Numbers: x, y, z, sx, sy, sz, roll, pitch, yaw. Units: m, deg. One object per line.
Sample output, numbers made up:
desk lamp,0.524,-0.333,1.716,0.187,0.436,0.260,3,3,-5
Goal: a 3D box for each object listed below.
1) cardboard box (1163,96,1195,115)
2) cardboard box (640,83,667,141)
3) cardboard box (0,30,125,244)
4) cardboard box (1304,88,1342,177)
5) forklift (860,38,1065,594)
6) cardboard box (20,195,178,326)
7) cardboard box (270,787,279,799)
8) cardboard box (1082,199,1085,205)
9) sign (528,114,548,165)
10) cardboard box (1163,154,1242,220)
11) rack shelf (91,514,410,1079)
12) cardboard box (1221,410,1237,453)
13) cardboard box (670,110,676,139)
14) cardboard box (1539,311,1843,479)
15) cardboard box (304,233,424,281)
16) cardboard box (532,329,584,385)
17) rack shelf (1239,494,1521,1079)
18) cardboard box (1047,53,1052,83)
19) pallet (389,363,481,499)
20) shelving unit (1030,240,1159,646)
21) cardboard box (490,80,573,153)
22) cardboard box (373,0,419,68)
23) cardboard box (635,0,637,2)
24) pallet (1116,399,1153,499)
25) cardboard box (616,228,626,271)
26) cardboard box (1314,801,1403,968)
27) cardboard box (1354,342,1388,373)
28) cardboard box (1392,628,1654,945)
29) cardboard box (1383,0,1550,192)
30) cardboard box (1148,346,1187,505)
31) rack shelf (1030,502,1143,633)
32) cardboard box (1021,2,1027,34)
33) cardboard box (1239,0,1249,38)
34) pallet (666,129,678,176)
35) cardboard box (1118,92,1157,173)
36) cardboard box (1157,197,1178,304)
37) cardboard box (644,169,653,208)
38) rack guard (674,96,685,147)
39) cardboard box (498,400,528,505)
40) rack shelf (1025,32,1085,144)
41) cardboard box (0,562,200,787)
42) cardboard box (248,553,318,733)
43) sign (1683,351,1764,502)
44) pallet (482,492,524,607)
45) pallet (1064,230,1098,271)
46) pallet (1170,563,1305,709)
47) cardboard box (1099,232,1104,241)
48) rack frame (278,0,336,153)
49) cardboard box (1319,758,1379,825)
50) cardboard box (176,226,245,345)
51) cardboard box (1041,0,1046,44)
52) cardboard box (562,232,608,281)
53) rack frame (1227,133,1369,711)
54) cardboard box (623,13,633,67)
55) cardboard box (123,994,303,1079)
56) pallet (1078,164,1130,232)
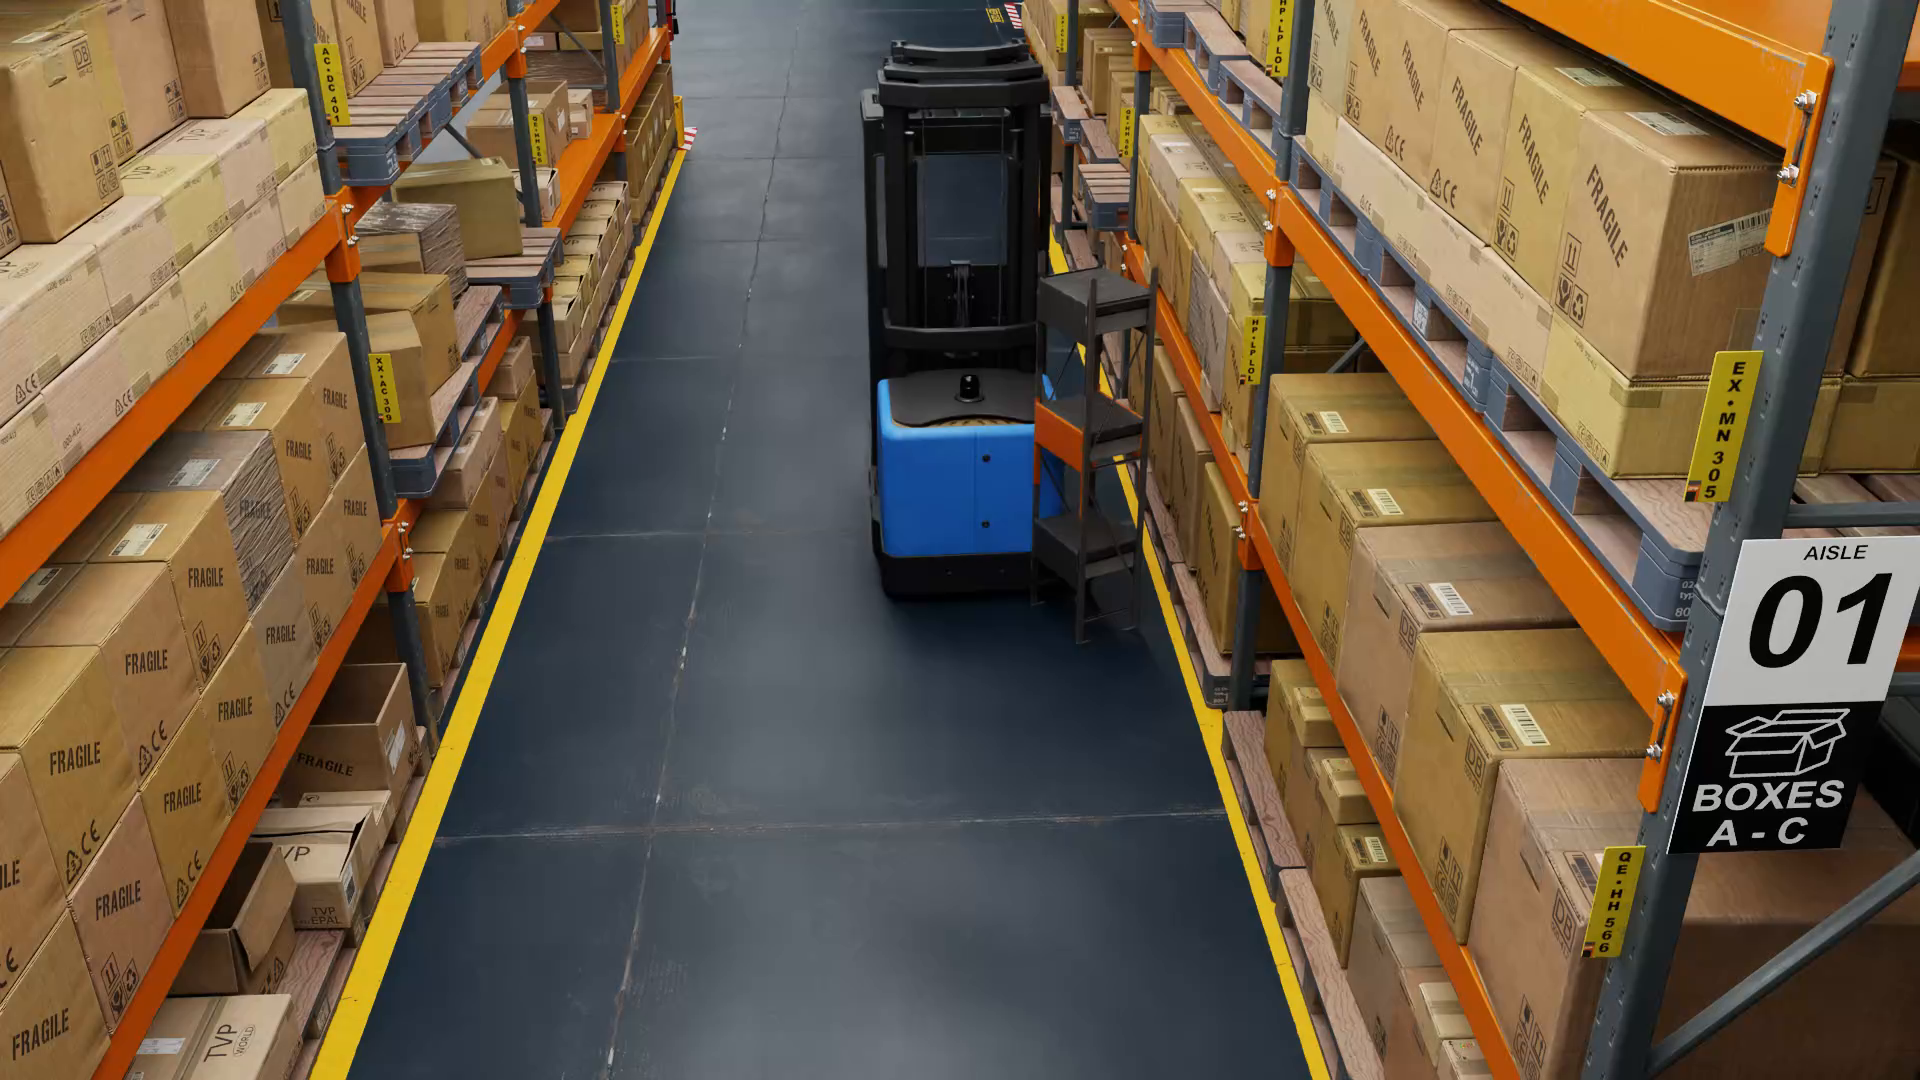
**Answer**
cardboard box,1.602,-2.922,11.324,0.380,0.149,0.250,-5,28,-9
cardboard box,-3.323,-4.408,17.166,0.500,0.500,0.500,-1,28,-3
cardboard box,-2.930,-1.170,4.817,0.700,0.500,0.500,-1,28,-3
cardboard box,1.632,-1.558,6.350,0.500,0.250,0.500,-1,28,-3
forklift,-0.032,-1.639,10.224,1.130,2.935,3.031,-2,28,-4
cardboard box,-2.720,-0.843,5.000,0.500,0.250,0.500,-1,28,-3
cardboard box,-3.282,0.928,7.659,0.500,0.311,0.500,-1,28,-3
cardboard box,1.383,-3.269,15.863,0.380,0.166,0.250,-5,28,-9
sign,-2.755,-2.611,10.847,0.100,0.325,0.005,-1,28,-3
cardboard box,1.475,-2.060,9.693,0.500,0.250,0.500,-1,28,-2
rack shelf,-2.984,0.974,5.916,1.077,0.370,4.000,-1,28,-3
cardboard box,1.522,-0.552,8.315,0.380,0.149,0.250,-1,28,-2
cardboard box,-3.391,-4.537,18.224,0.500,0.250,0.500,-1,28,-3
cardboard box,1.764,-0.368,4.069,0.500,0.250,0.500,-1,28,-1
cardboard box,-3.242,-1.313,8.962,0.700,0.500,0.500,-8,29,-16
cardboard box,-3.031,-1.332,12.079,0.500,0.250,0.500,-1,28,-3
rack shelf,1.963,0.853,6.149,1.077,0.370,4.000,-1,28,-3
cardboard box,1.096,-4.468,15.714,0.500,0.250,0.500,-1,28,-2
pallet,-3.021,-0.555,8.278,1.003,0.211,1.213,-1,28,-3
shelving unit,0.699,-0.494,8.927,0.431,2.100,0.503,-14,31,-25
cardboard box,-3.454,-3.409,13.434,0.500,0.500,0.500,1,28,1
cardboard box,-3.113,-2.723,8.314,0.600,0.600,0.600,-2,28,-5
cardboard box,-3.451,-5.494,16.730,0.380,0.149,0.250,-1,28,-1
pallet,1.616,-0.635,11.238,1.003,0.211,1.213,-1,28,-3
cardboard box,-3.170,-2.512,14.341,0.500,0.250,0.500,-2,28,-3
cardboard box,1.843,1.349,6.668,0.700,0.500,0.500,-1,28,-1
cardboard box,2.086,-0.793,8.076,0.500,0.500,0.500,-2,28,-4
cardboard box,1.982,0.754,5.237,0.980,0.700,0.700,-2,28,-3
cardboard box,1.680,-1.415,5.265,0.500,0.500,0.500,-1,28,-2
cardboard box,1.597,-0.722,10.262,0.750,0.750,0.750,-2,28,-3
rack shelf,0.699,0.138,9.257,0.431,0.518,0.480,-14,31,-25
cardboard box,0.941,-5.641,17.962,0.500,0.250,0.500,-2,28,-4
cardboard box,1.867,-2.856,8.656,0.700,0.500,0.500,-1,28,-3
pallet,-3.633,-4.222,18.116,1.003,0.211,1.213,-1,28,-3
cardboard box,1.559,-2.951,12.080,0.700,0.500,0.500,-4,28,-7
cardboard box,1.463,-1.720,9.853,0.500,0.500,0.500,-2,28,-3
cardboard box,-3.248,-3.382,16.011,0.500,0.250,0.500,-1,28,-3
rack guard,-3.716,-4.713,18.745,1.175,0.500,0.348,-1,28,-3
cardboard box,-2.987,-0.537,10.263,0.500,0.500,0.500,-2,28,-5
rack shelf,1.337,-4.689,16.774,1.077,0.370,4.000,-1,28,-3
cardboard box,-2.695,0.408,5.036,0.500,0.500,0.500,-1,28,-2
cardboard box,-2.748,0.387,6.156,0.500,0.500,0.500,-1,28,-1
sign,1.525,-0.223,3.319,0.100,0.325,0.005,-1,28,-3
pallet,-3.235,0.029,9.967,1.003,0.211,1.213,-1,28,-3
pallet,1.483,-2.488,14.792,1.003,0.211,1.213,-1,28,-3
pallet,1.743,0.492,9.078,1.003,0.211,1.213,-1,28,-3
cardboard box,1.573,-2.594,14.207,0.700,0.500,0.500,-2,28,-4
rack frame,-3.088,-2.928,6.133,1.000,3.000,0.127,-1,28,-3
cardboard box,1.659,0.996,6.644,0.380,0.149,0.250,-2,28,-4
cardboard box,-2.747,-0.852,5.558,0.500,0.250,0.500,-1,28,-3
cardboard box,1.060,-5.033,15.986,0.500,0.500,0.500,-2,28,-4
cardboard box,-3.119,-2.296,13.321,0.500,0.311,0.500,-2,28,-3
rack frame,1.859,-0.390,7.753,1.000,3.000,0.127,-1,28,-3
cardboard box,-3.619,-4.924,16.338,0.700,0.500,0.500,-1,28,-1
cardboard box,-2.676,1.883,5.893,0.500,0.250,0.500,-1,28,-3
pallet,1.506,-2.478,11.966,1.213,0.211,1.003,-1,28,-3
